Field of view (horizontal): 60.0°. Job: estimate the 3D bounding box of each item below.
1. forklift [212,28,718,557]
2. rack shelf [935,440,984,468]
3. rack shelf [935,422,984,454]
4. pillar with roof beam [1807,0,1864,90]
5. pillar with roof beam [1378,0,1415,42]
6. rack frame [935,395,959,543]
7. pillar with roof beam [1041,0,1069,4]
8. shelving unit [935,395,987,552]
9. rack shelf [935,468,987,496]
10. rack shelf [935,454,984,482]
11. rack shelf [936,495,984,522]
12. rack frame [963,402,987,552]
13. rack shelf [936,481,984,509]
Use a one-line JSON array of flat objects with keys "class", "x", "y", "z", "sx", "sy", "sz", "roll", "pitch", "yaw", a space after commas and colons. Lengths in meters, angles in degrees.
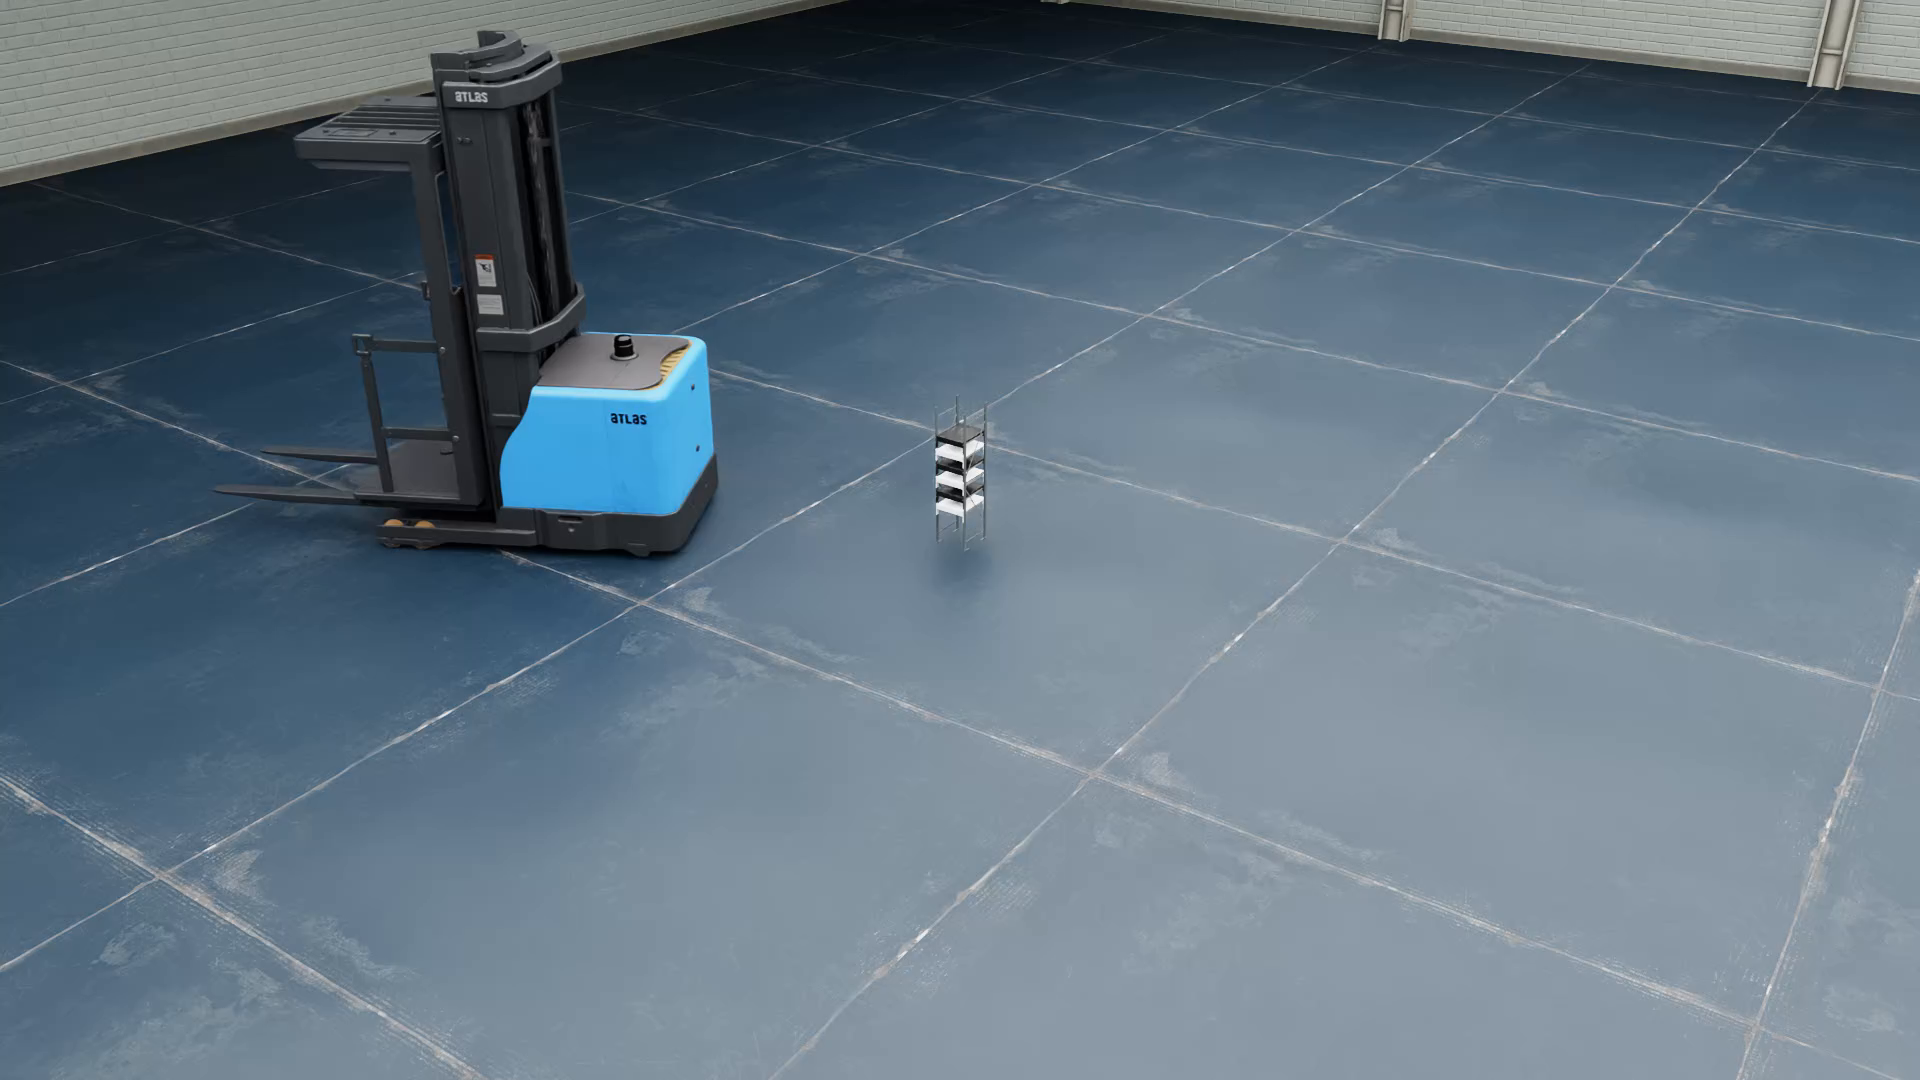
[{"class": "forklift", "x": -3.122, "y": -1.485, "z": 9.937, "sx": 3.031, "sy": 2.935, "sz": 1.130, "roll": 3, "pitch": 27, "yaw": 6}, {"class": "rack shelf", "x": 0.007, "y": -0.530, "z": 9.975, "sx": 0.200, "sy": 0.077, "sz": 0.258, "roll": 17, "pitch": 32, "yaw": 30}, {"class": "rack shelf", "x": 0.007, "y": -0.610, "z": 9.934, "sx": 0.200, "sy": 0.077, "sz": 0.258, "roll": 17, "pitch": 32, "yaw": 30}, {"class": "pillar with roof beam", "x": 9.067, "y": -8.439, "z": 16.912, "sx": 0.400, "sy": 9.000, "sz": 9.100, "roll": 17, "pitch": 32, "yaw": 30}, {"class": "pillar with roof beam", "x": 4.121, "y": -9.980, "z": 19.939, "sx": 0.400, "sy": 9.000, "sz": 9.100, "roll": 17, "pitch": 32, "yaw": 30}, {"class": "rack frame", "x": -0.077, "y": -0.425, "z": 10.093, "sx": 0.006, "sy": 0.900, "sz": 0.240, "roll": 17, "pitch": 32, "yaw": 30}, {"class": "pillar with roof beam", "x": -0.825, "y": -11.521, "z": 22.967, "sx": 0.400, "sy": 9.000, "sz": 9.100, "roll": 17, "pitch": 32, "yaw": 30}, {"class": "shelving unit", "x": 0.007, "y": -0.399, "z": 10.042, "sx": 0.210, "sy": 0.900, "sz": 0.258, "roll": 17, "pitch": 32, "yaw": 30}, {"class": "rack shelf", "x": 0.007, "y": -0.369, "z": 10.057, "sx": 0.200, "sy": 0.077, "sz": 0.258, "roll": 17, "pitch": 32, "yaw": 30}, {"class": "rack shelf", "x": 0.007, "y": -0.449, "z": 10.016, "sx": 0.200, "sy": 0.077, "sz": 0.258, "roll": 17, "pitch": 32, "yaw": 30}, {"class": "rack shelf", "x": 0.007, "y": -0.209, "z": 10.139, "sx": 0.200, "sy": 0.077, "sz": 0.258, "roll": 17, "pitch": 32, "yaw": 30}, {"class": "rack frame", "x": 0.090, "y": -0.373, "z": 9.990, "sx": 0.006, "sy": 0.900, "sz": 0.240, "roll": 17, "pitch": 32, "yaw": 30}, {"class": "rack shelf", "x": 0.007, "y": -0.289, "z": 10.098, "sx": 0.200, "sy": 0.077, "sz": 0.258, "roll": 17, "pitch": 32, "yaw": 30}]
